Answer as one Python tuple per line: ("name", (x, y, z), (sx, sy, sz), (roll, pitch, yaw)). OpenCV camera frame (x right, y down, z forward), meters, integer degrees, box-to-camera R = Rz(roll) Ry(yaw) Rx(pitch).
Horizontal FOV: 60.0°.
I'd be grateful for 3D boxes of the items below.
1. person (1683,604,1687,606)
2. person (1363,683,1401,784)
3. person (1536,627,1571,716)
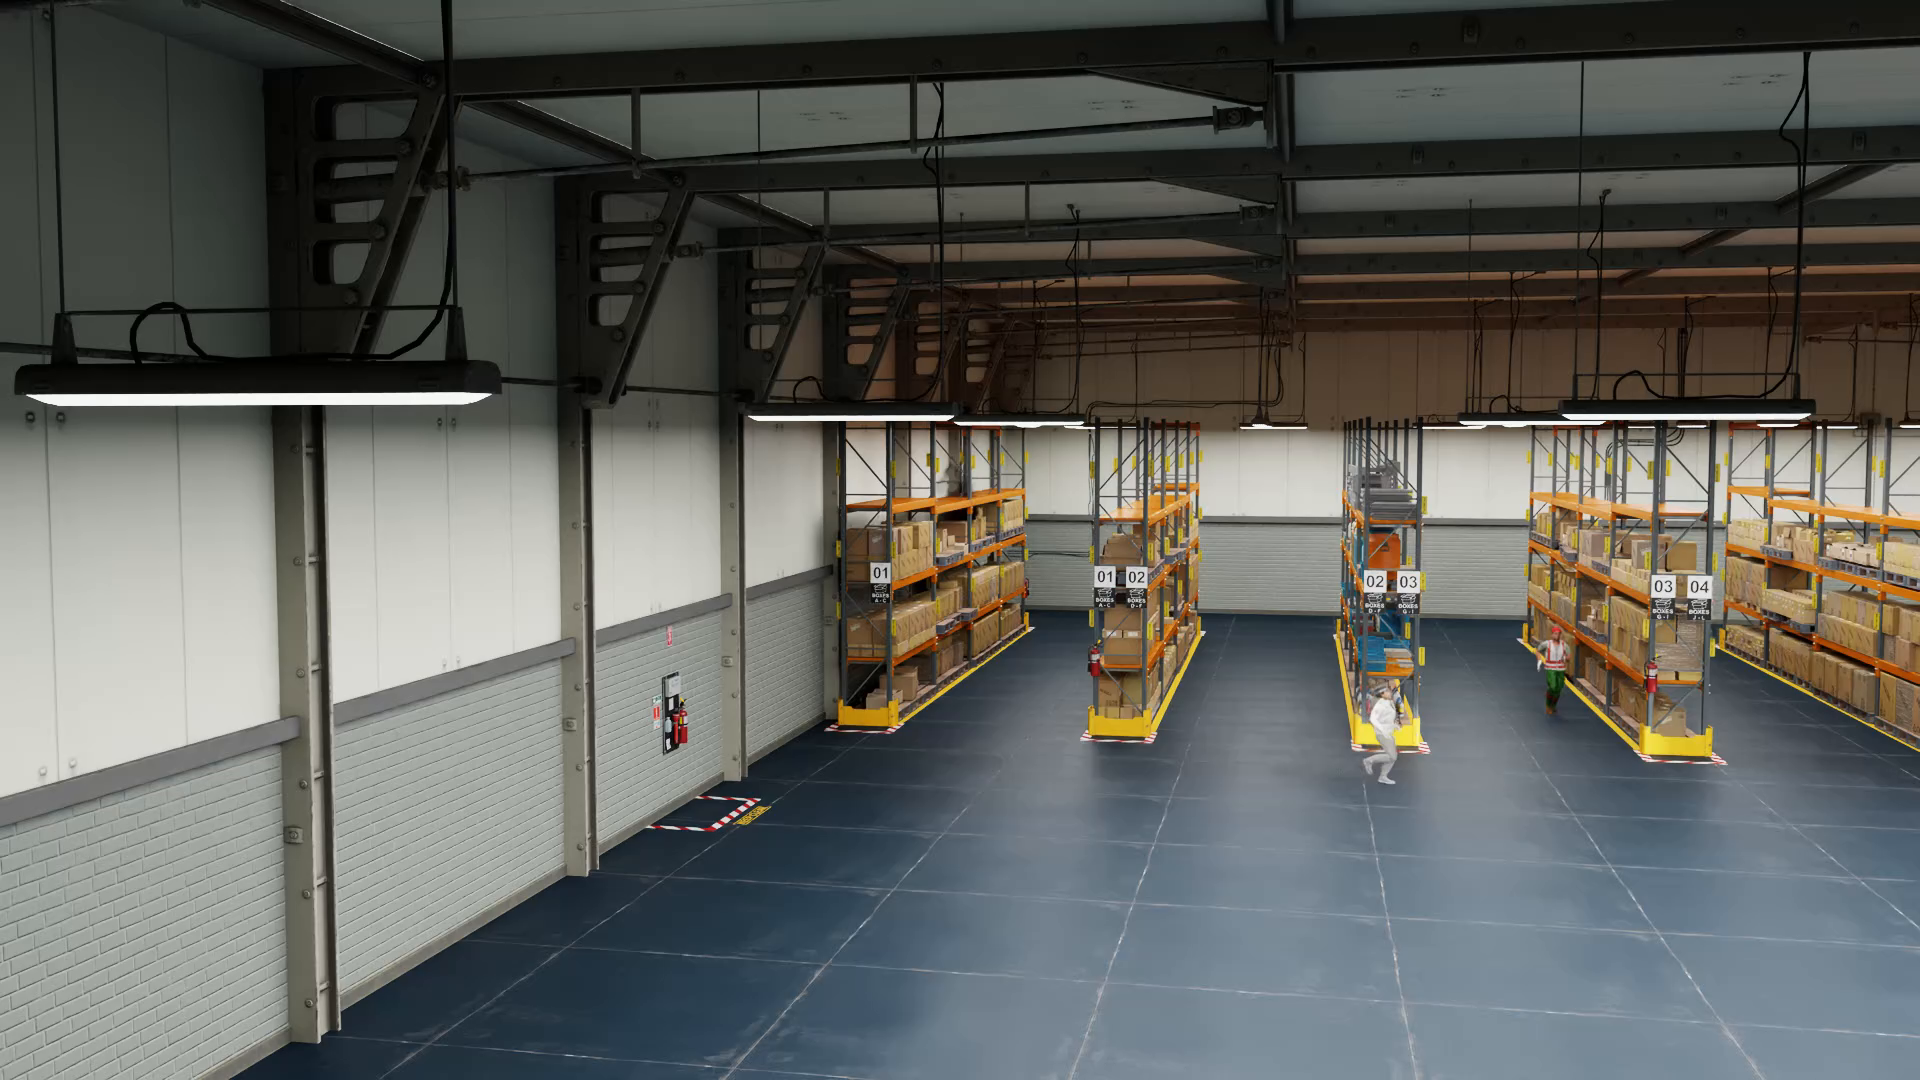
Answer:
("person", (19.041, 1.976, 44.511), (0.955, 1.694, 0.729), (-3, 5, -40))
("person", (6.878, 3.145, 27.095), (0.555, 1.657, 0.615), (2, 4, 29))
("person", (12.013, 2.650, 33.571), (0.641, 1.792, 0.709), (0, 4, 2))
